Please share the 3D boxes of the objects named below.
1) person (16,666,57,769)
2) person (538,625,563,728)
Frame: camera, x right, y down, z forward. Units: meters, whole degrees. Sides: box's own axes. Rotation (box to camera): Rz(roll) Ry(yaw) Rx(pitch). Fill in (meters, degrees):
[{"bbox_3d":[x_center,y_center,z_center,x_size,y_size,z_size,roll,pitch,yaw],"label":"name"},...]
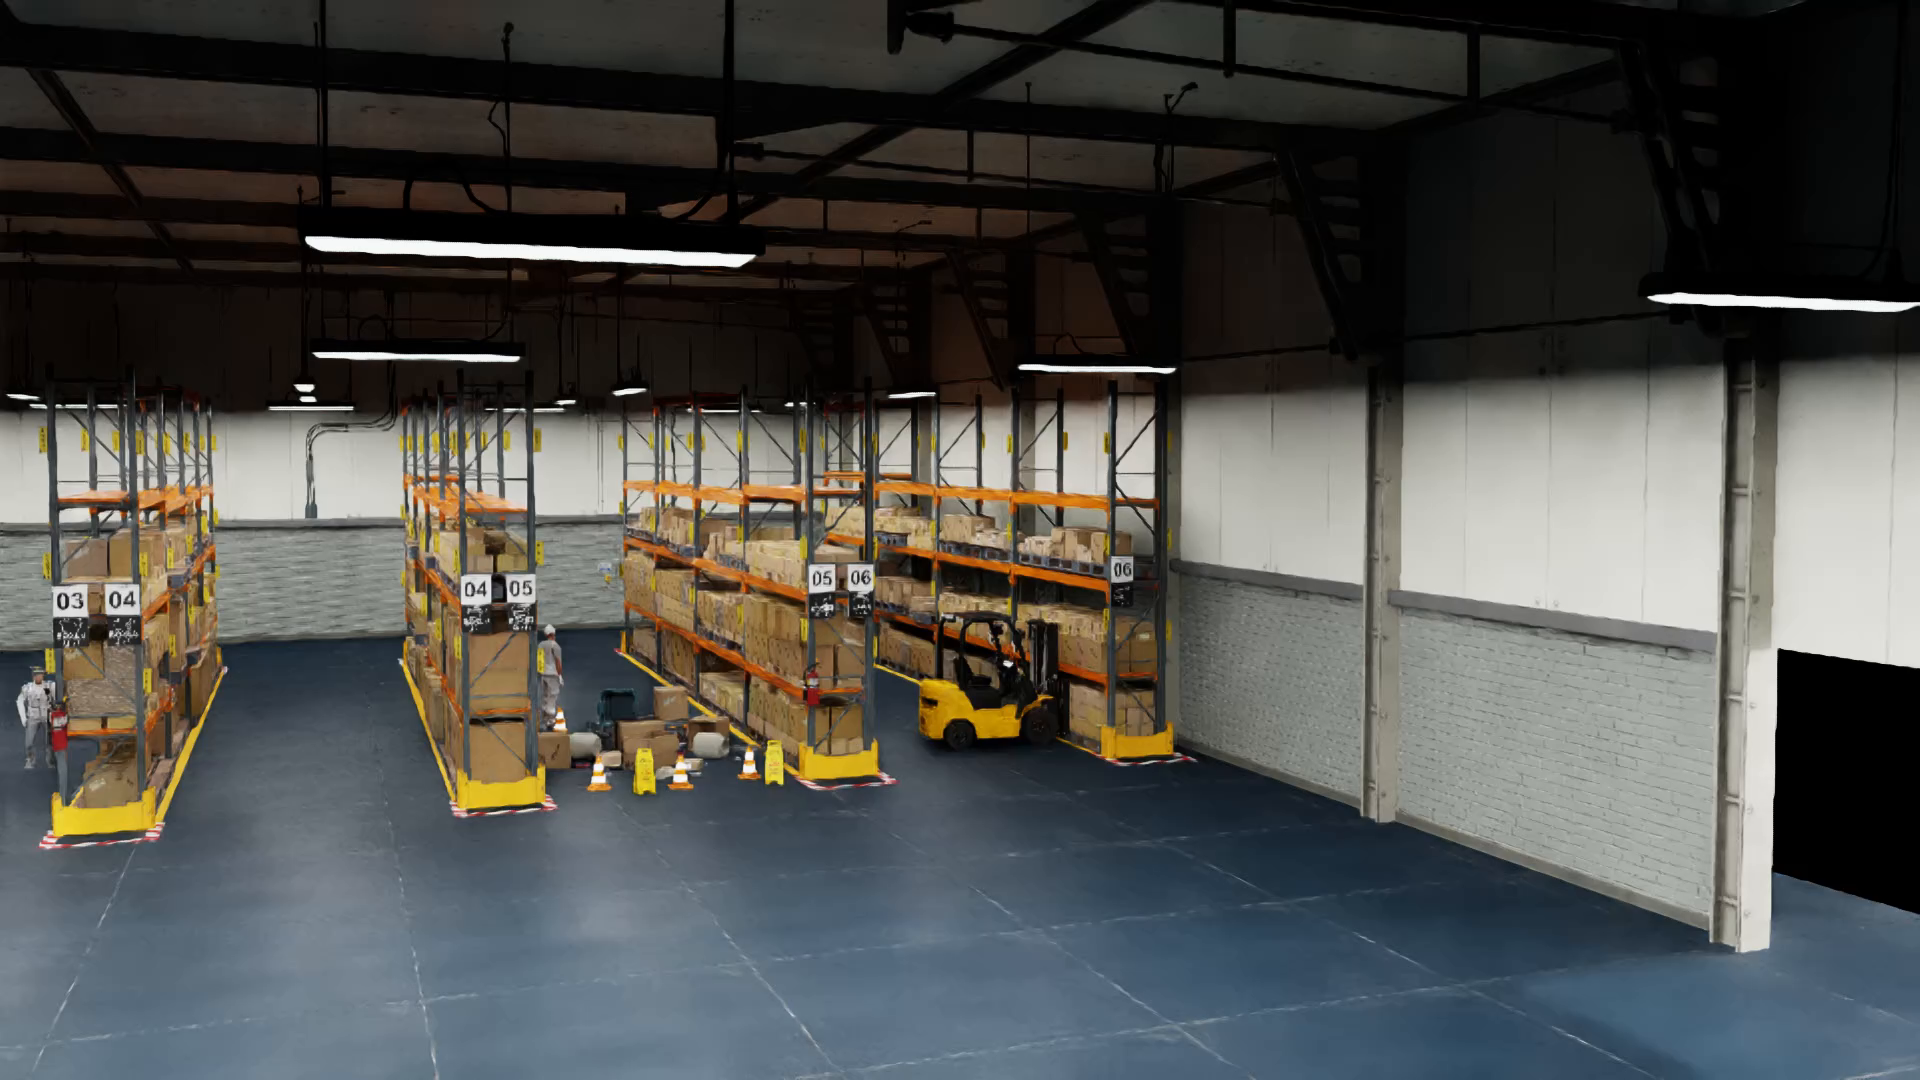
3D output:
[{"bbox_3d":[-14.064,2.706,25.436,0.639,1.631,0.508,-1,4,-23],"label":"person"},{"bbox_3d":[-7.172,2.379,29.275,0.605,1.789,0.451,3,4,39],"label":"person"}]
